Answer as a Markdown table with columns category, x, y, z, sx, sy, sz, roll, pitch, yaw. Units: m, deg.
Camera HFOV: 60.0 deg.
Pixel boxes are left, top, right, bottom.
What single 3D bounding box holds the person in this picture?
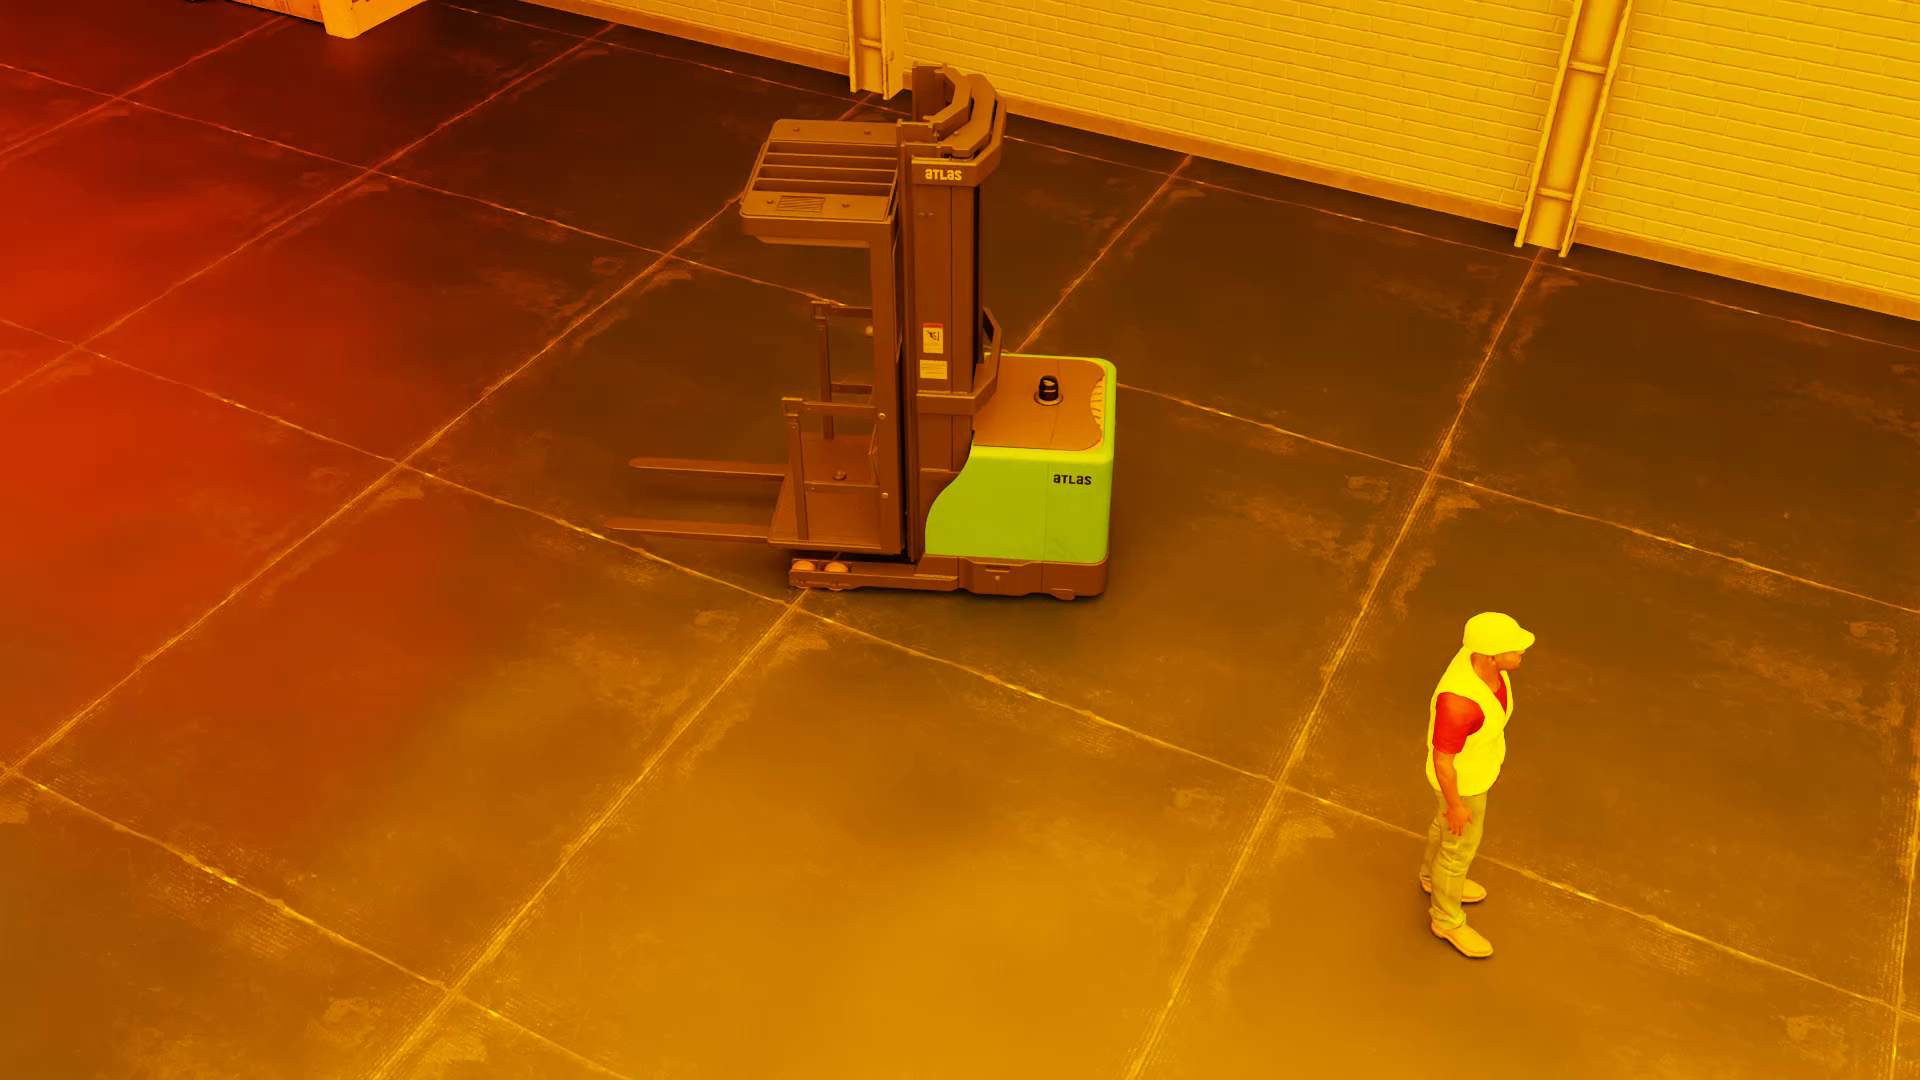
| category | x | y | z | sx | sy | sz | roll | pitch | yaw |
| --- | --- | --- | --- | --- | --- | --- | --- | --- | --- |
| person | 2.390 | 1.068 | 7.612 | 0.577 | 1.765 | 0.665 | 19 | 44 | 21 |

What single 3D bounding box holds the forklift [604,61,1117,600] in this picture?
| category | x | y | z | sx | sy | sz | roll | pitch | yaw |
| --- | --- | --- | --- | --- | --- | --- | --- | --- | --- |
| forklift | -0.606 | -1.157 | 9.360 | 3.031 | 2.935 | 1.130 | 3 | 40 | 4 |
